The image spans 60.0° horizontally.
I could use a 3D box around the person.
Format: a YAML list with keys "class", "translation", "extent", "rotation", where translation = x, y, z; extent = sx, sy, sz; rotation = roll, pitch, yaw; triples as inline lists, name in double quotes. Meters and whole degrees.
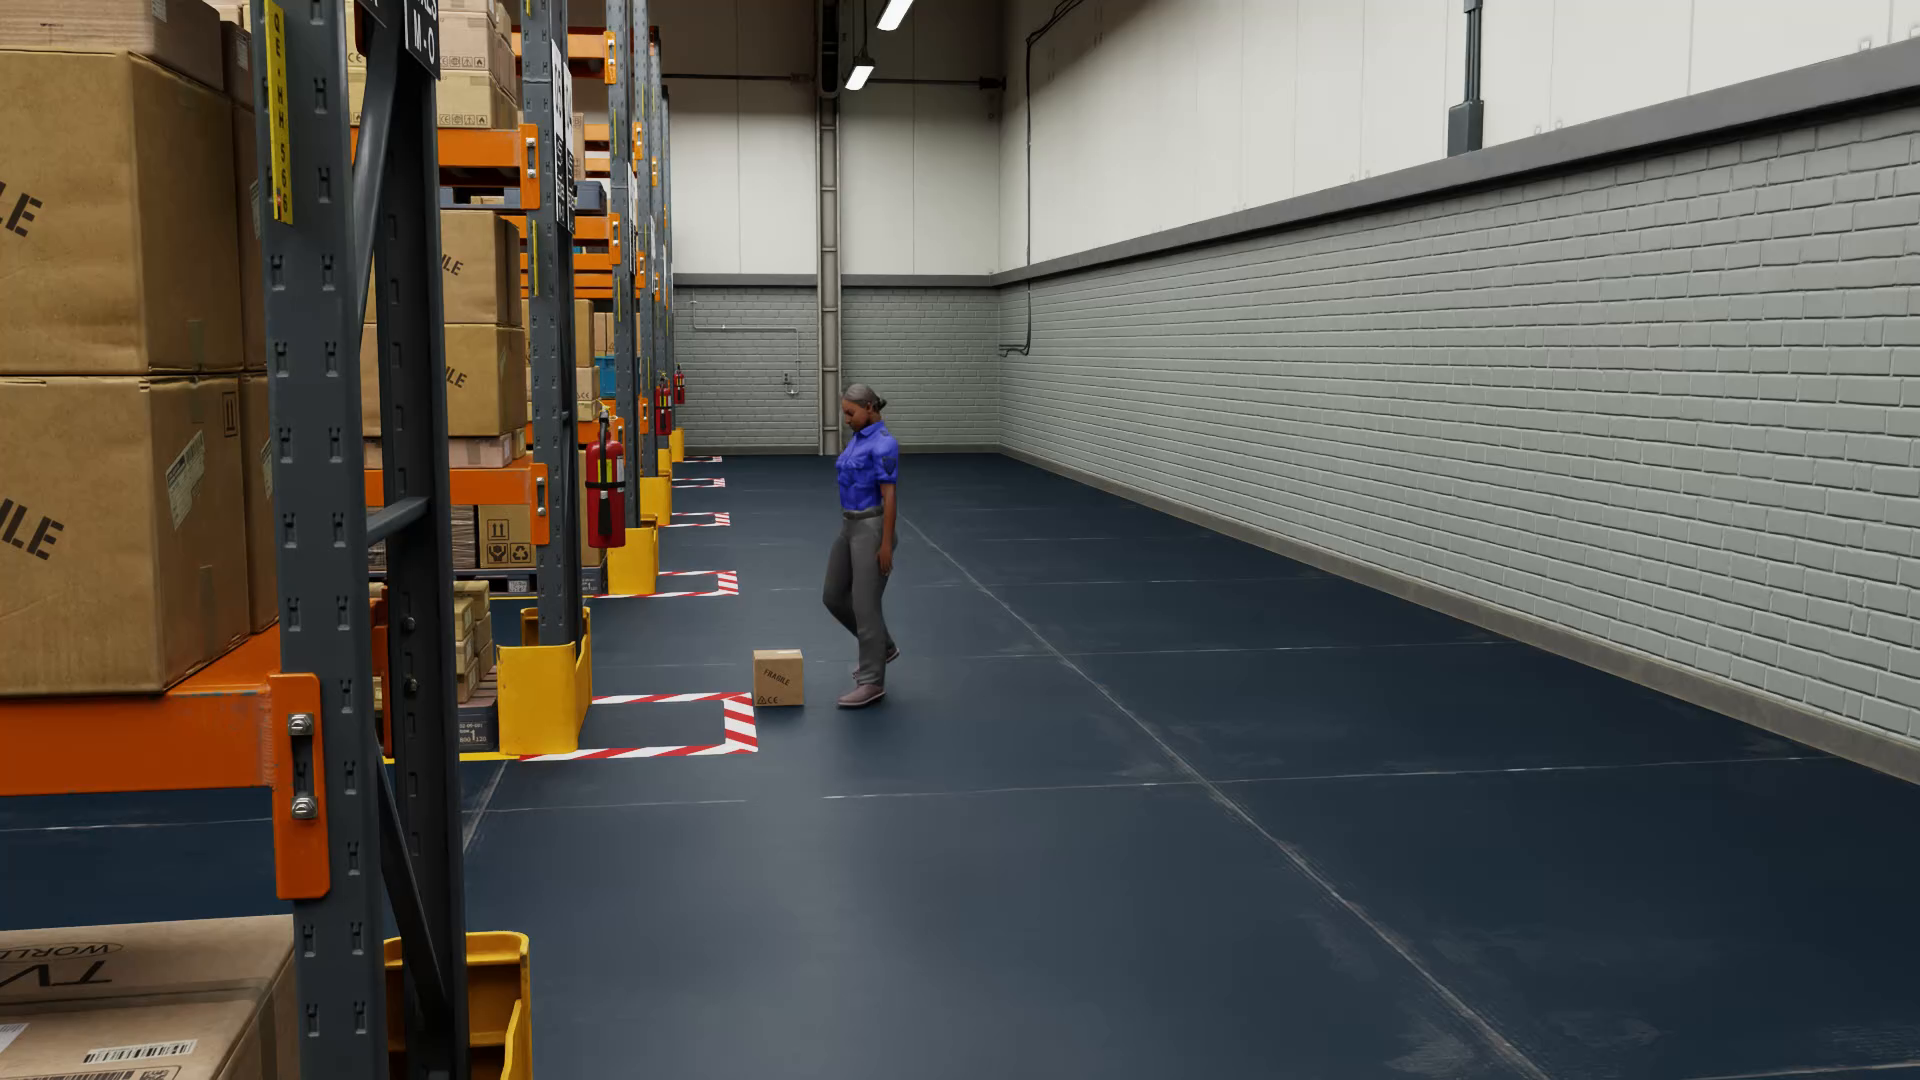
- class: "person"
  translation: [-0.486, 0.008, 8.770]
  extent: [0.523, 1.648, 0.541]
  rotation: [-3, 7, -26]
